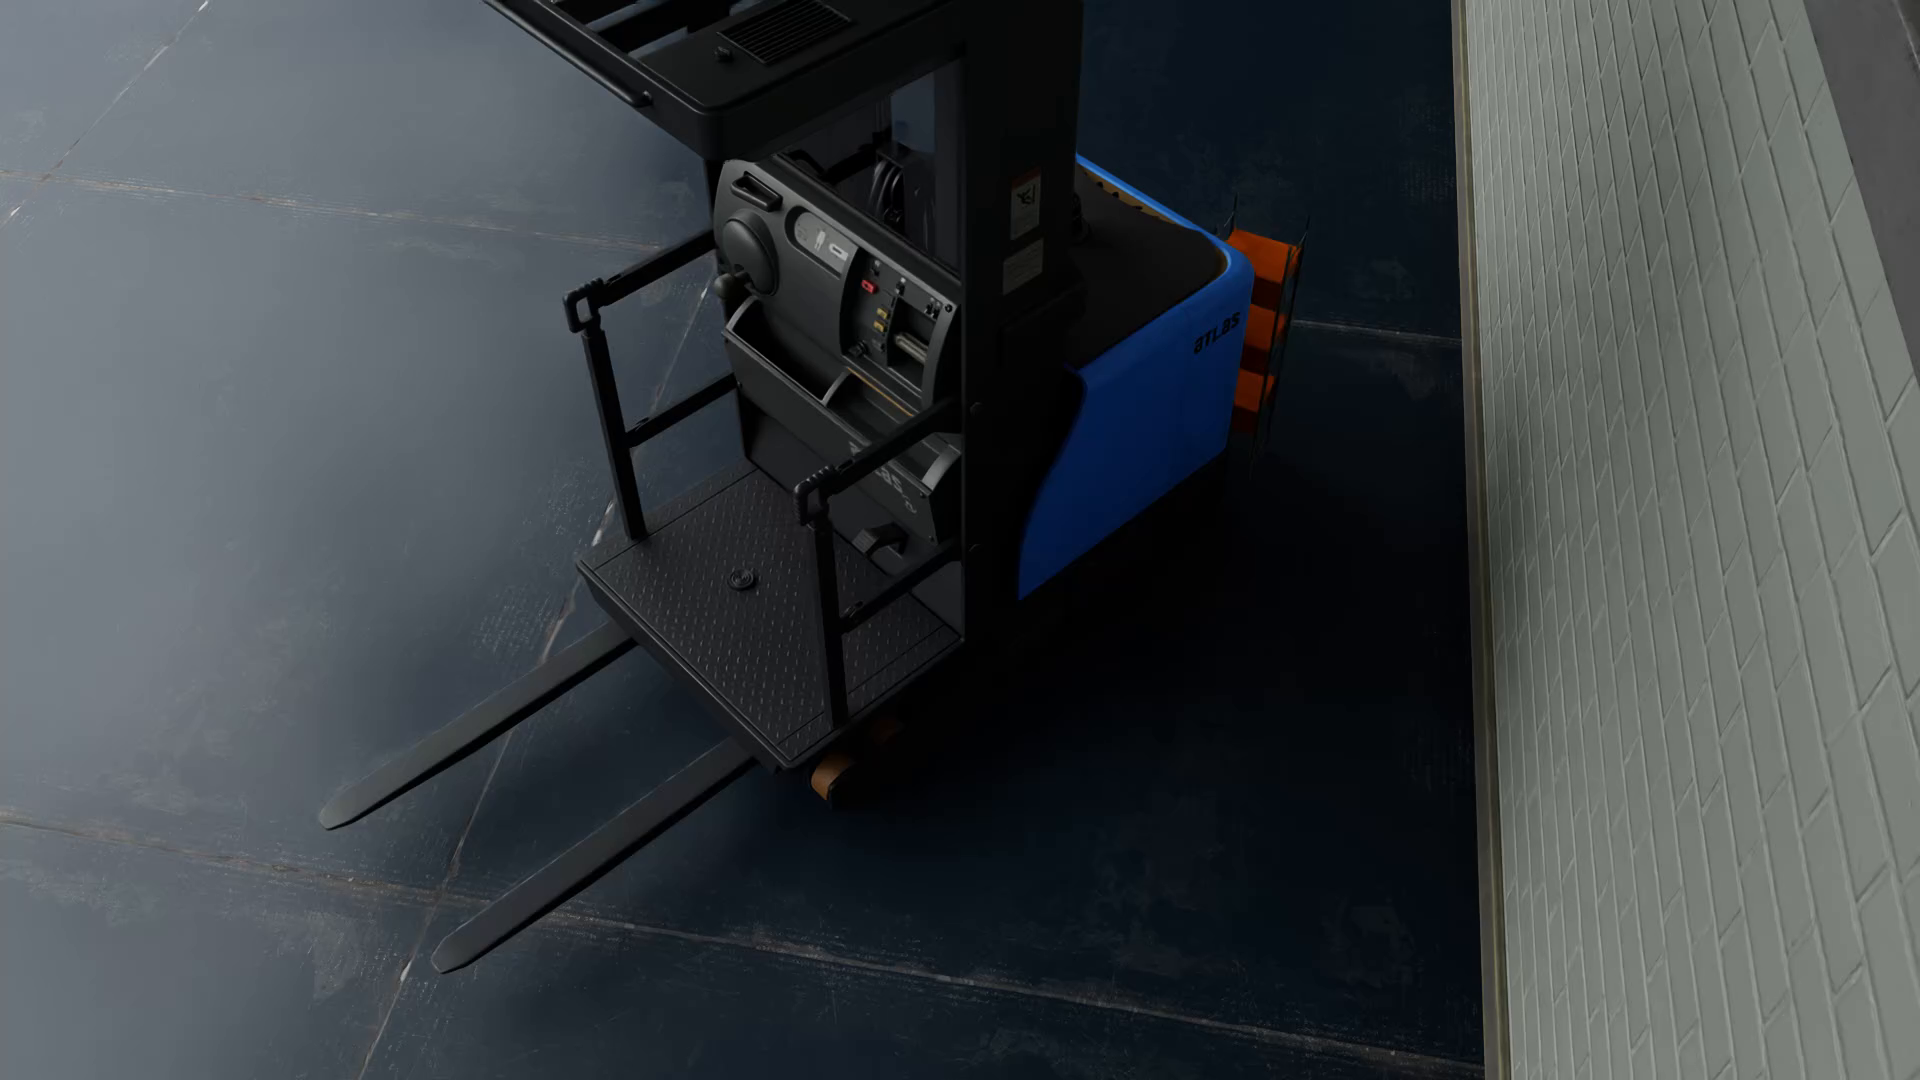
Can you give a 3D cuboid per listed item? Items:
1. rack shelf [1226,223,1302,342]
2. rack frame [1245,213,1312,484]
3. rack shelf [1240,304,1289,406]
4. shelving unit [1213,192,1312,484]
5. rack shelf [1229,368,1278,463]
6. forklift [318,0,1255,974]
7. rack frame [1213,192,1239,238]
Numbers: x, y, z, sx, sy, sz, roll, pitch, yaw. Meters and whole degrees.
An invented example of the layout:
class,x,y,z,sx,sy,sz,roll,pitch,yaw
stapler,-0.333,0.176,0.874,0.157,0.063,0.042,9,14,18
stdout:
class,x,y,z,sx,sy,sz,roll,pitch,yaw
rack shelf,0.957,-0.841,5.433,0.240,0.259,0.215,21,51,18
rack frame,1.066,-0.617,5.599,0.008,1.050,0.200,21,51,18
rack shelf,0.957,-0.651,5.644,0.240,0.259,0.215,21,51,18
shelving unit,0.957,-0.658,5.636,0.252,1.050,0.215,21,51,18
rack shelf,0.957,-0.465,5.850,0.240,0.259,0.215,21,51,18
forklift,-0.500,-0.627,4.343,3.031,2.935,1.130,-35,57,-27
rack frame,0.848,-0.700,5.673,0.008,1.050,0.200,21,51,18
